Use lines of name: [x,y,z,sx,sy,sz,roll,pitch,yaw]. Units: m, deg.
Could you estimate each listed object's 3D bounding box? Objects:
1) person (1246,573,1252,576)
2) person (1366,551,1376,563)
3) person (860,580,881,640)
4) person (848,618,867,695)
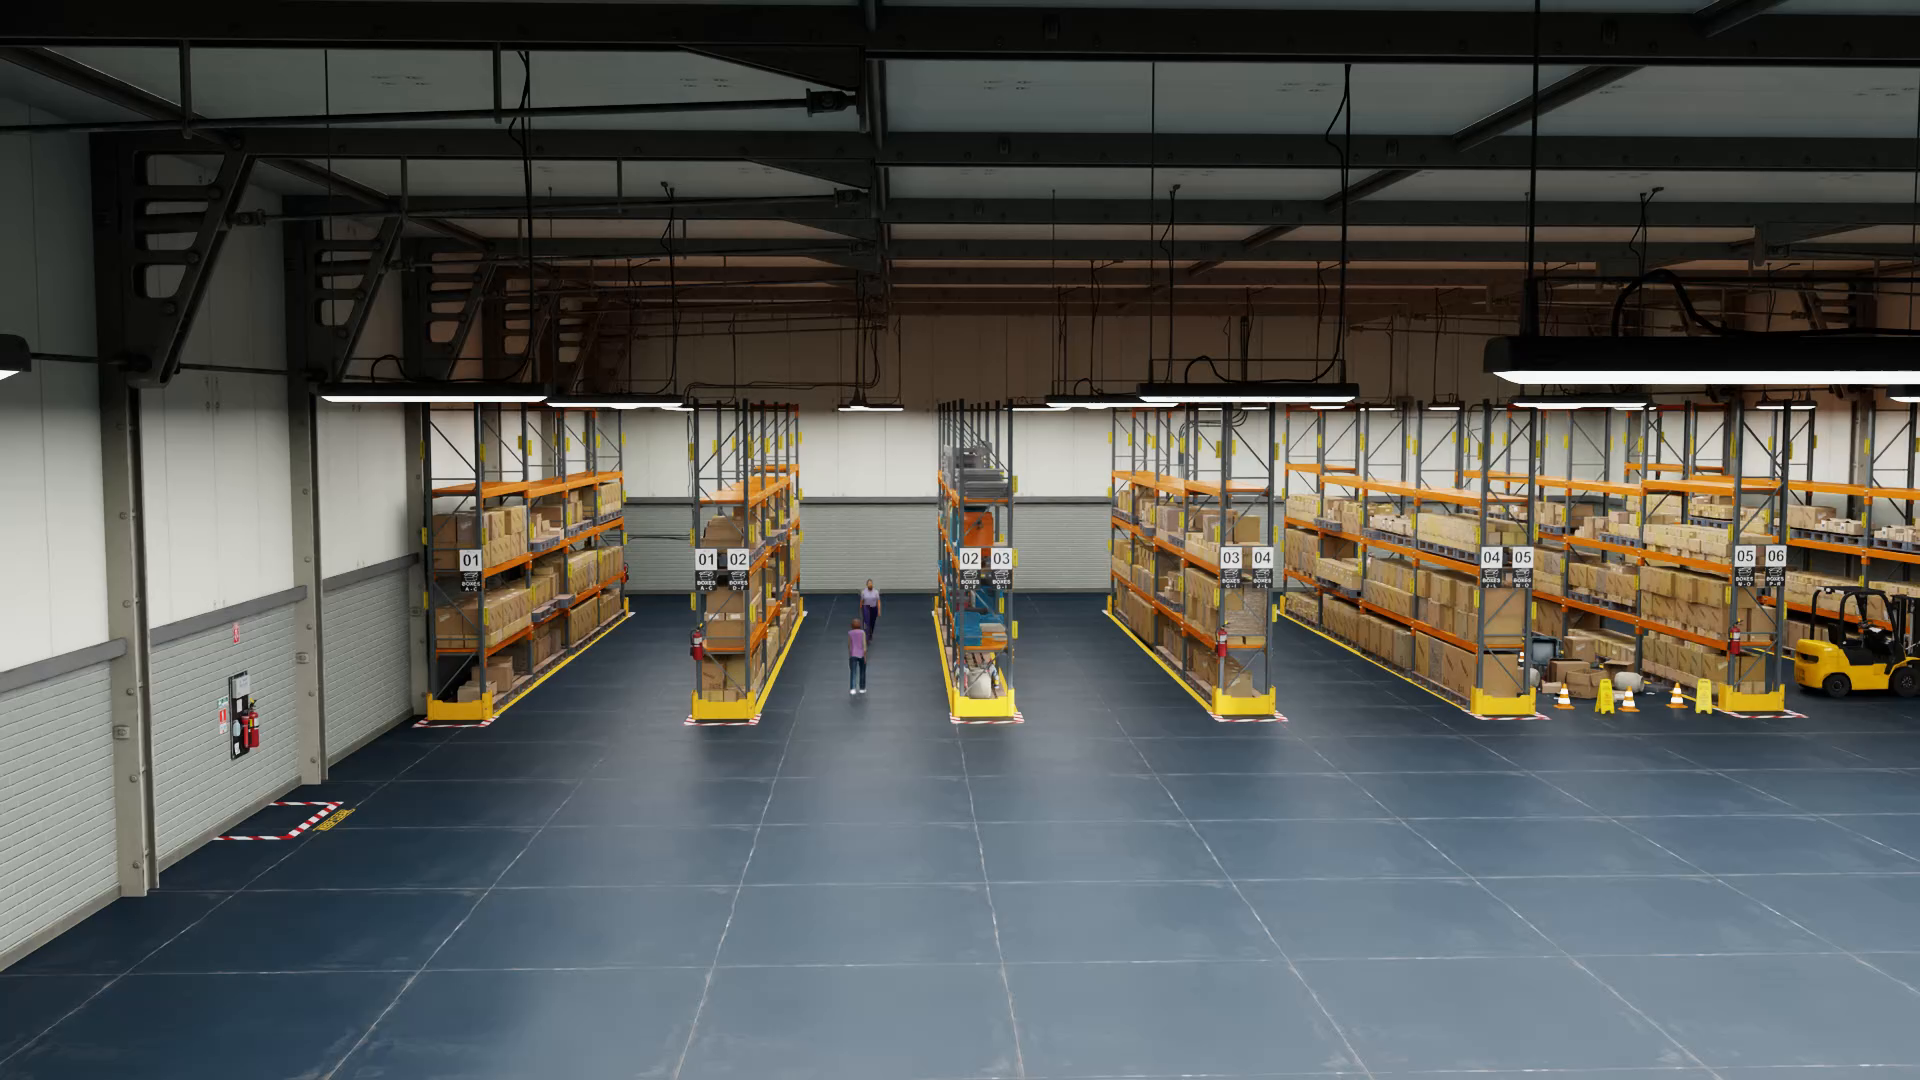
person: [7.659,1.547,43.944,0.707,1.683,0.708,1,4,8]
person: [12.526,1.099,50.582,0.941,1.549,0.436,4,6,41]
person: [-2.227,1.762,41.411,0.507,1.556,1.055,-1,4,-13]
person: [-2.083,2.366,33.775,0.401,1.548,0.934,0,4,0]
